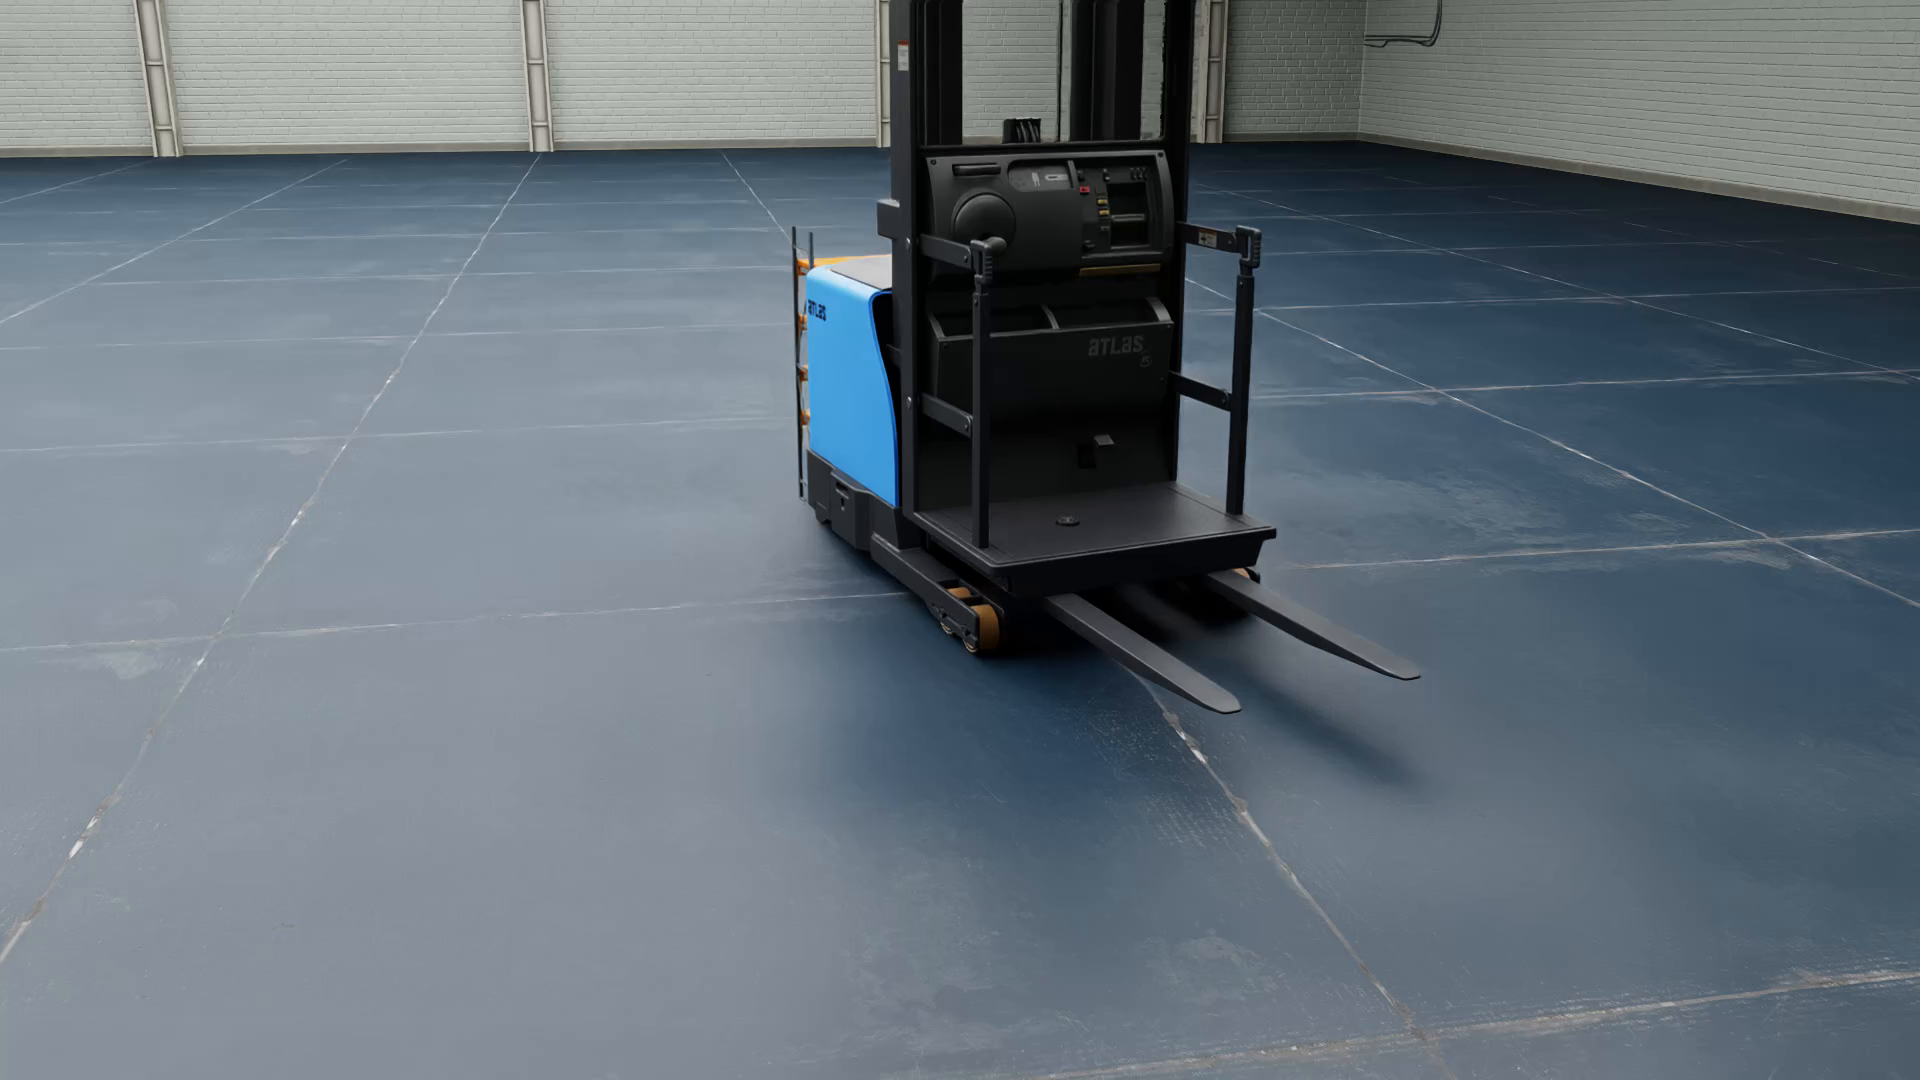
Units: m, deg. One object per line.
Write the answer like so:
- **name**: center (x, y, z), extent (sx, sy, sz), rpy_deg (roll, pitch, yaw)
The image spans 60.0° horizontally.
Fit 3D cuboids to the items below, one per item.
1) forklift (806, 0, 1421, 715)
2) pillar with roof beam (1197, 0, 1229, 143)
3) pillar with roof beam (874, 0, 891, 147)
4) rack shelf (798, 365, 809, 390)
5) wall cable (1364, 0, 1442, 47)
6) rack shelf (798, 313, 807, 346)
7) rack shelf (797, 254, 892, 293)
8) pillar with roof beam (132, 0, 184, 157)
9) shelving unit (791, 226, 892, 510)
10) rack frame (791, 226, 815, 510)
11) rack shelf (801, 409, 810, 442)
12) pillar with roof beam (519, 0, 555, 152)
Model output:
- **forklift**: center (0.411, -1.164, 5.609), extent (1.130, 2.935, 3.031), rpy_deg (-7, 19, -23)
- **pillar with roof beam**: center (5.425, -10.408, 25.373), extent (0.400, 9.000, 9.100), rpy_deg (-3, 17, -10)
- **pillar with roof beam**: center (-0.466, -10.074, 24.285), extent (0.400, 9.000, 9.100), rpy_deg (-3, 17, -10)
- **rack shelf**: center (-0.441, -0.694, 7.257), extent (0.480, 0.148, 0.258), rpy_deg (-8, 19, -23)
- **wall cable**: center (7.752, -9.948, 29.162), extent (0.112, 2.526, 3.097), rpy_deg (-3, 17, -10)
- **rack shelf**: center (-0.441, -0.908, 7.191), extent (0.480, 0.148, 0.258), rpy_deg (-8, 19, -23)
- **rack shelf**: center (-0.441, -1.134, 7.122), extent (0.480, 0.148, 0.258), rpy_deg (-8, 19, -23)
- **pillar with roof beam**: center (-12.248, -9.406, 22.108), extent (0.400, 9.000, 9.100), rpy_deg (-3, 17, -10)
- **shelving unit**: center (-0.441, -0.758, 7.237), extent (0.503, 1.200, 0.258), rpy_deg (-8, 19, -23)
- **rack frame**: center (-0.663, -0.729, 7.141), extent (0.015, 1.200, 0.240), rpy_deg (-8, 19, -23)
- **rack shelf**: center (-0.441, -0.504, 7.315), extent (0.480, 0.148, 0.258), rpy_deg (-8, 19, -23)
- **pillar with roof beam**: center (-6.357, -9.740, 23.196), extent (0.400, 9.000, 9.100), rpy_deg (-3, 17, -10)
